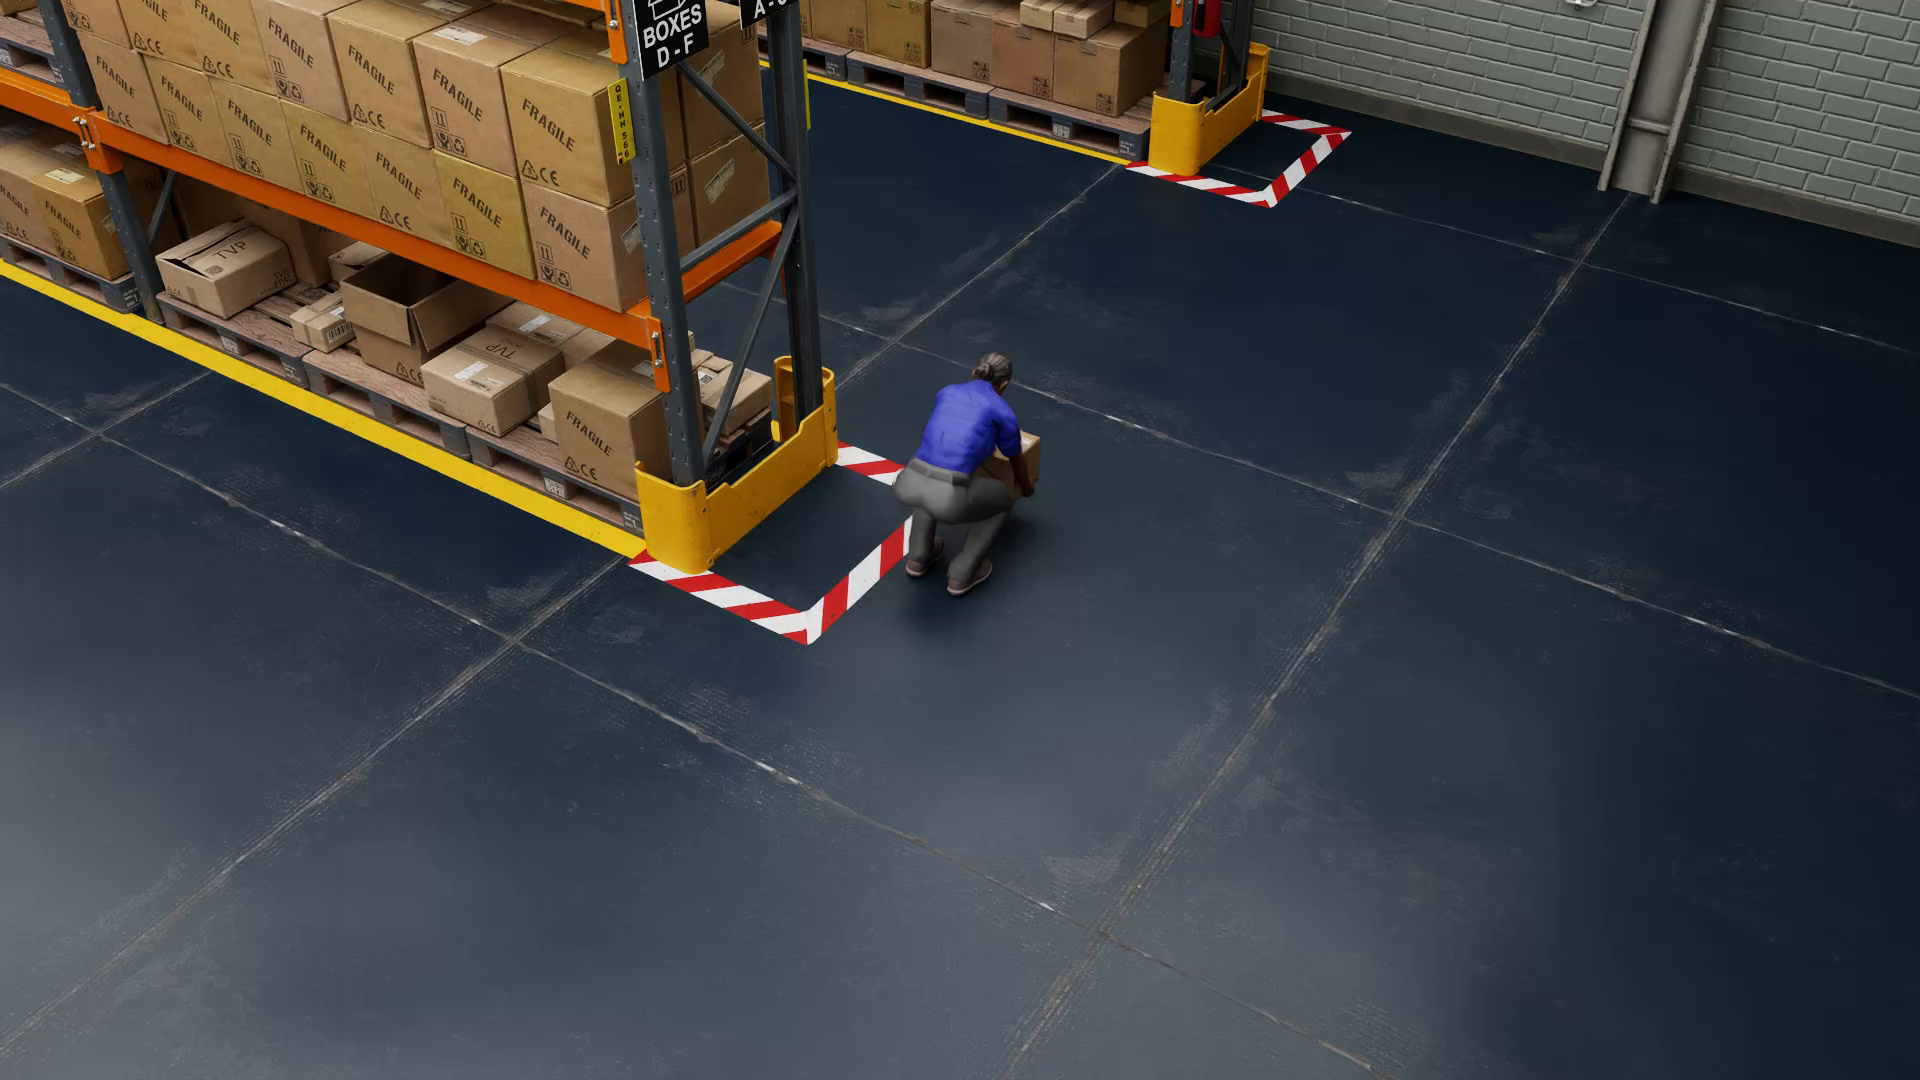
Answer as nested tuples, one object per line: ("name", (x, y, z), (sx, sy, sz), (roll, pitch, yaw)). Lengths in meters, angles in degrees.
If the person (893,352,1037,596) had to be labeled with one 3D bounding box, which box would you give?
("person", (0.020, -0.301, 7.640), (0.469, 0.940, 0.856), (20, 43, 23))
